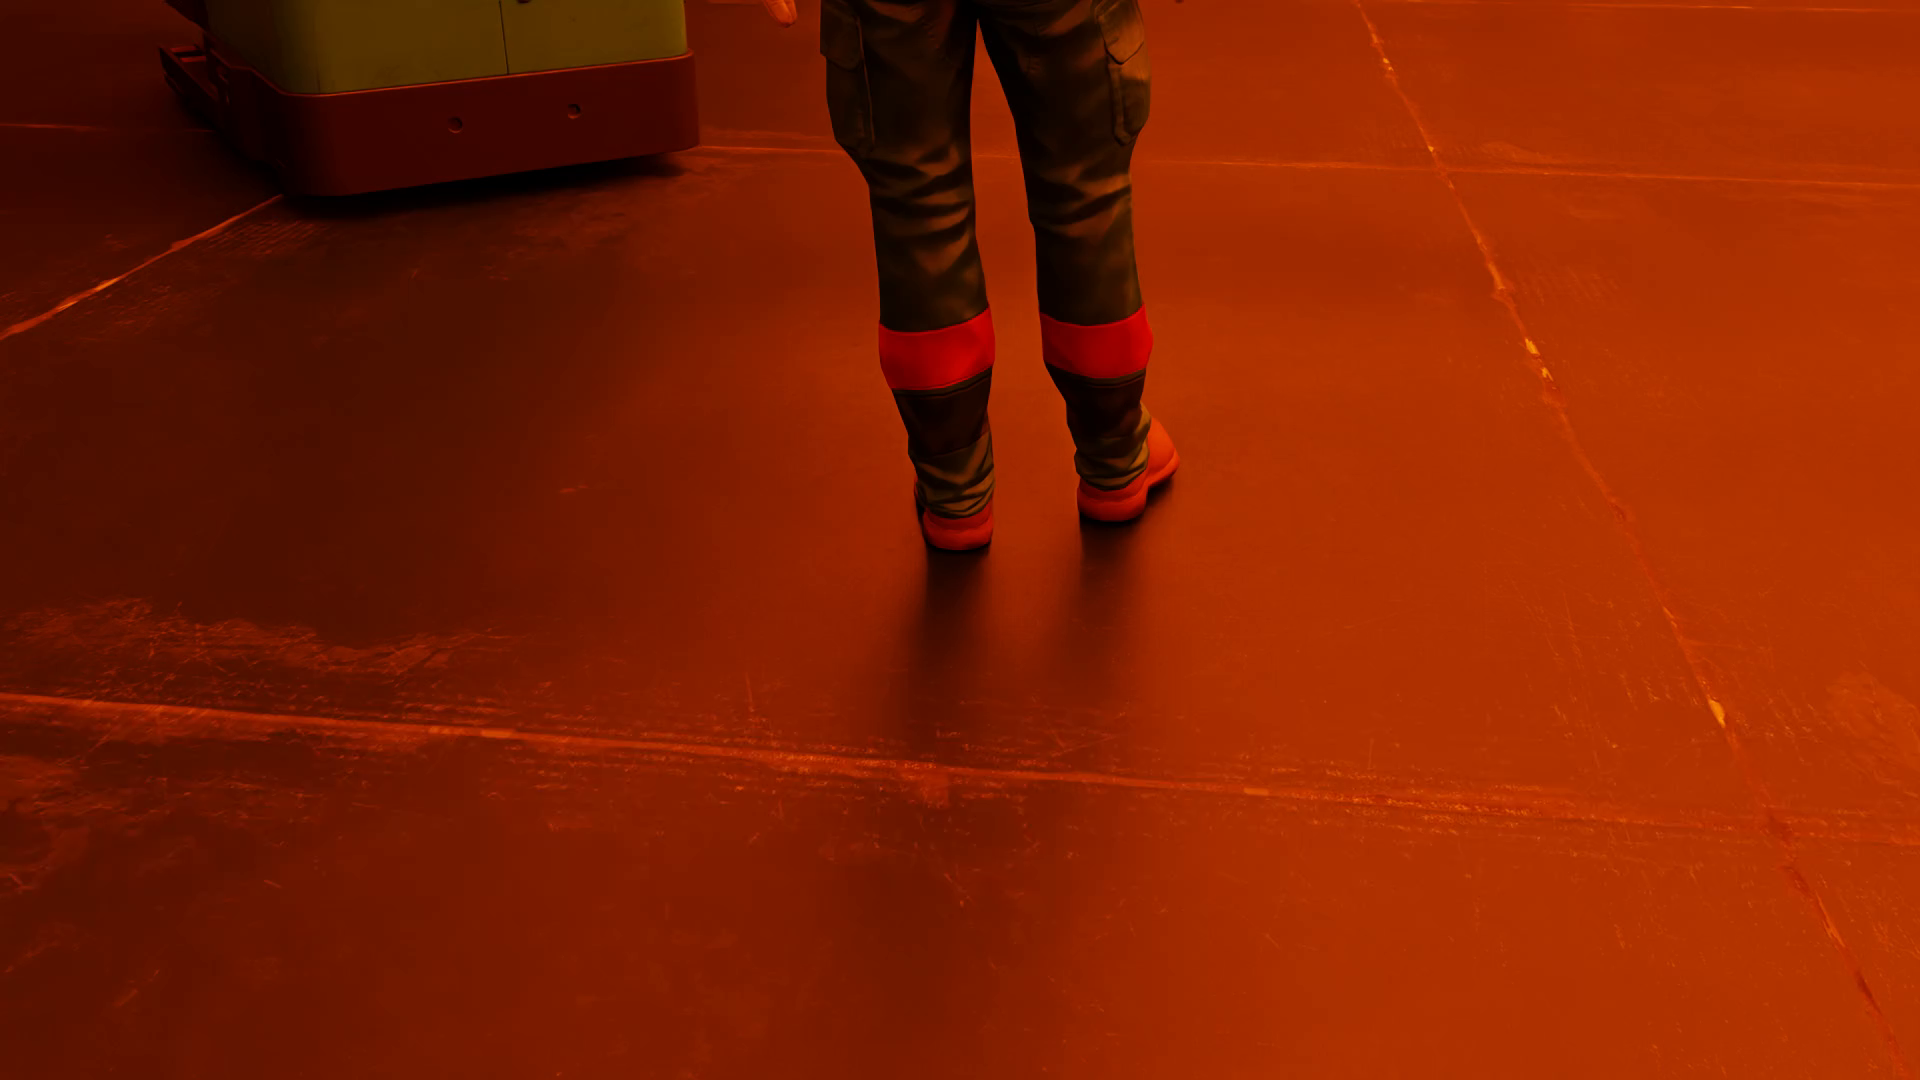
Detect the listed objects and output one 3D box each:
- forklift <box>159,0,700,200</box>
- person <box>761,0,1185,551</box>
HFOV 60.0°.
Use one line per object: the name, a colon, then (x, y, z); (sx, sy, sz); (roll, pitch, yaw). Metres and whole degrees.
forklift: (-1.904, -2.750, 4.729); (1.130, 2.935, 3.031); (-15, 30, -28)
person: (0.023, -0.842, 2.168); (0.637, 1.790, 0.562); (3, 27, 7)
